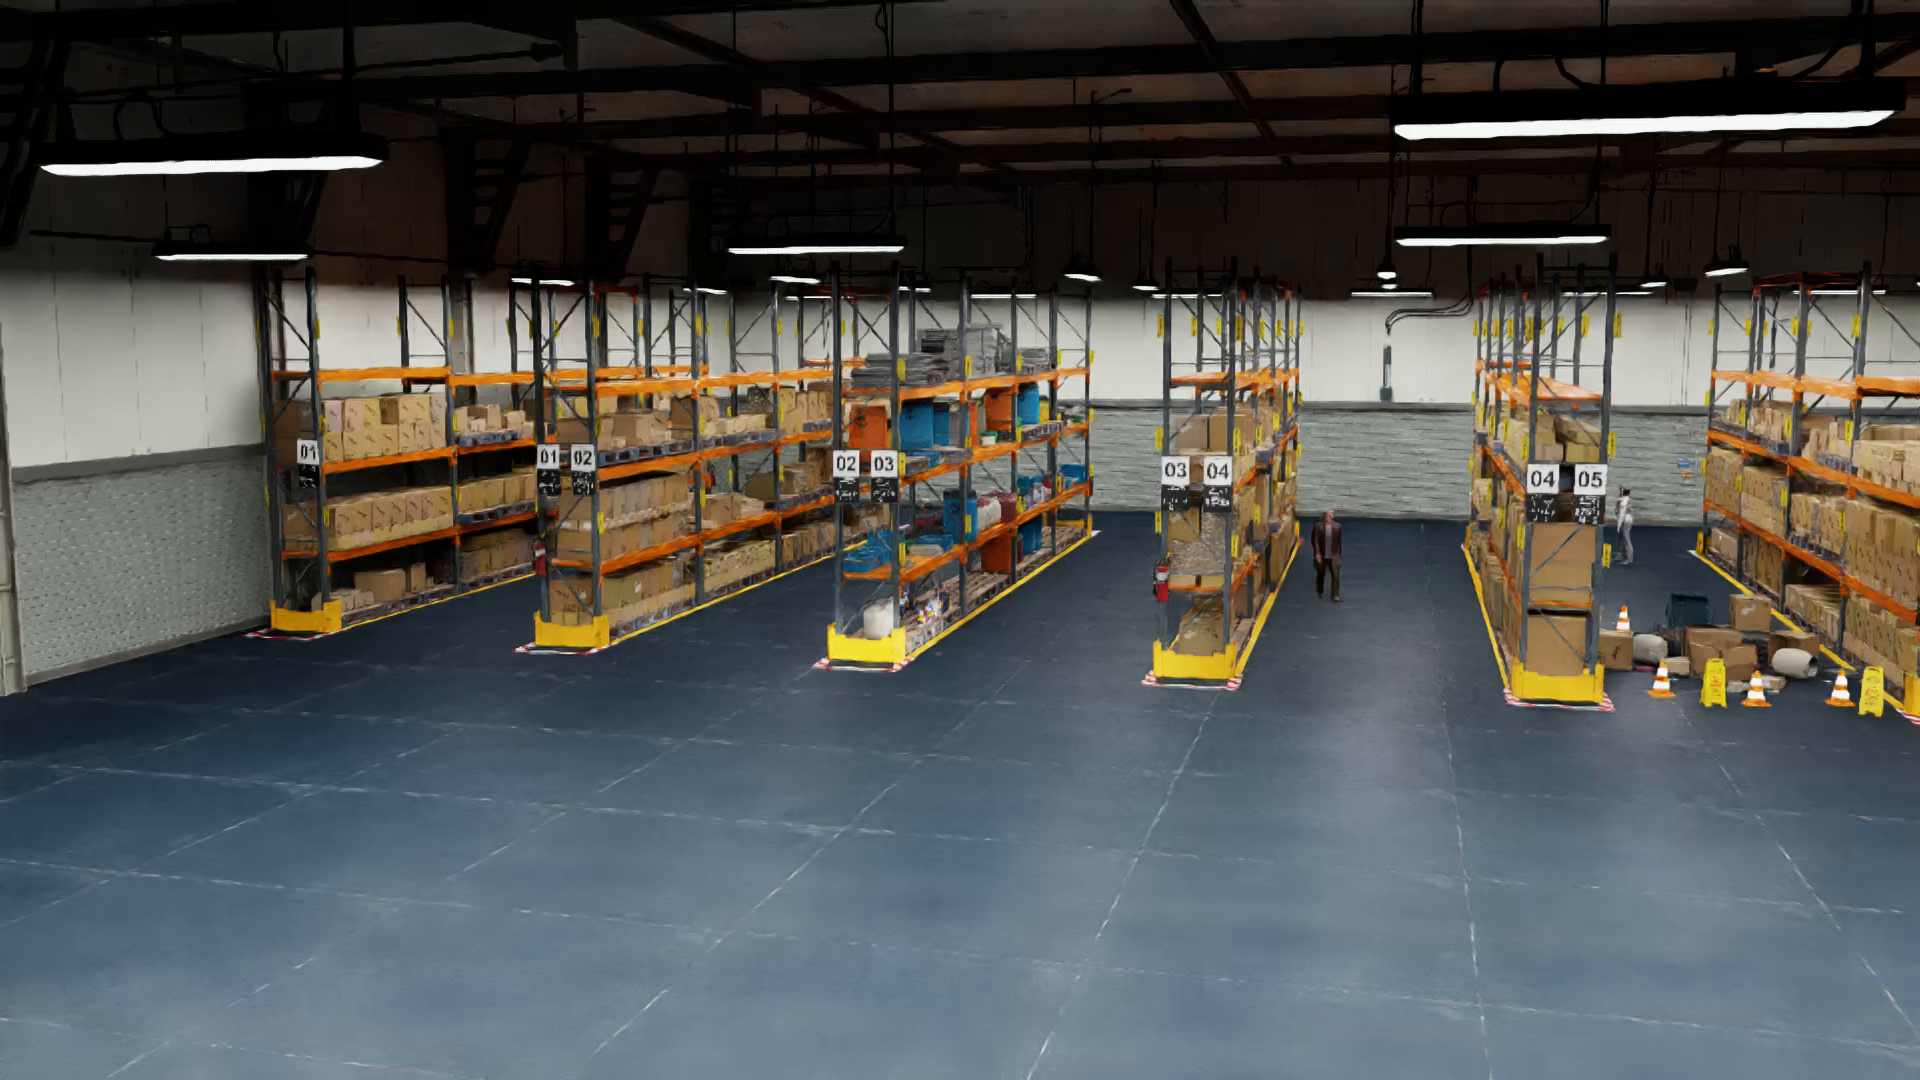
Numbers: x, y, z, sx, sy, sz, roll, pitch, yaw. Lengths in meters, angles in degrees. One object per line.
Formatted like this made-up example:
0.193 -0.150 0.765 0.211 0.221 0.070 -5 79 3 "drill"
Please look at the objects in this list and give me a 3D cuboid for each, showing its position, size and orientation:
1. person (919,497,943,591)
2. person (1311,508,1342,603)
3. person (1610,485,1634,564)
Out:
-0.547 0.070 30.046 0.474 1.681 0.532 1 7 6 "person"
6.740 0.265 30.550 0.580 1.713 1.102 1 7 6 "person"
14.183 -0.346 35.563 0.522 1.668 0.564 5 9 32 "person"
